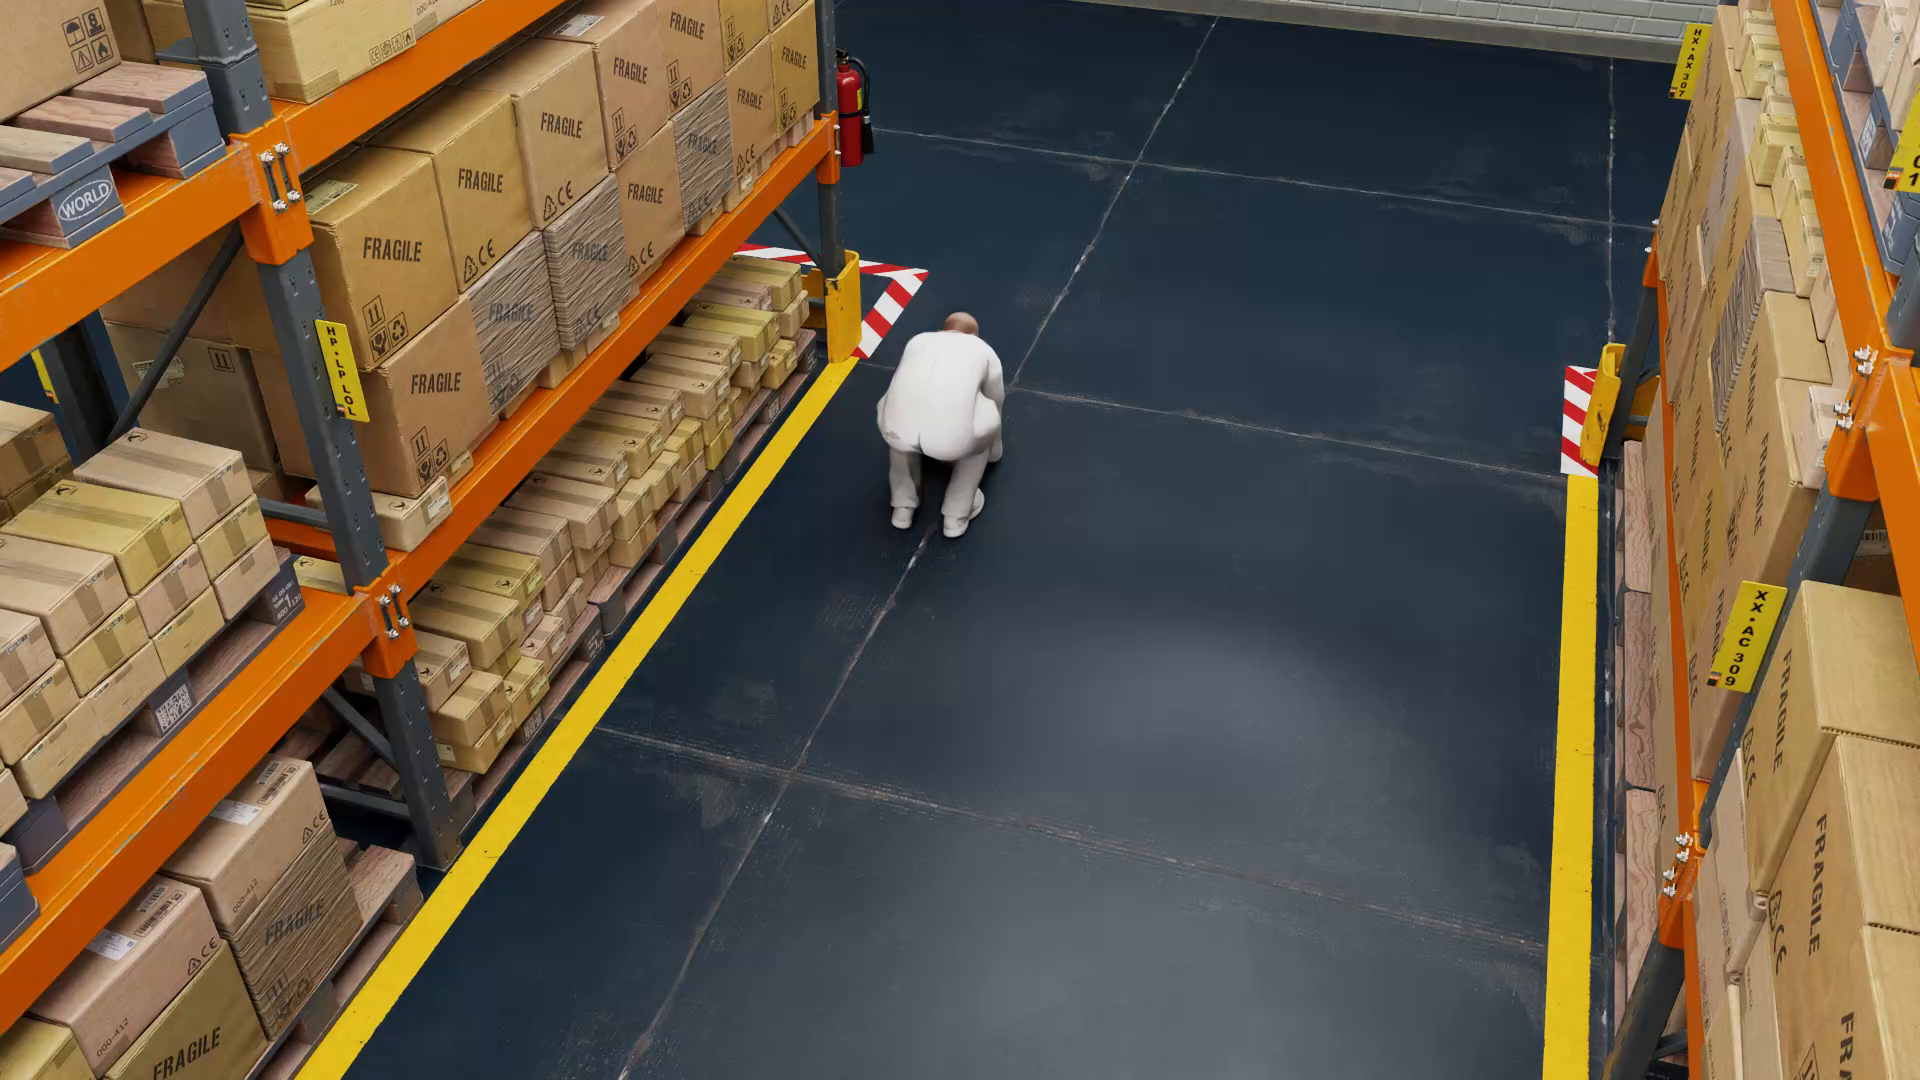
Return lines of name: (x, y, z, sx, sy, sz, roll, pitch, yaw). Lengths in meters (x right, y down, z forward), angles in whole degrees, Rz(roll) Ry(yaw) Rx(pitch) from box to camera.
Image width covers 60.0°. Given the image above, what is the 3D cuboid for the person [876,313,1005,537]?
person: (-0.075, -0.546, 7.700, 0.587, 0.862, 0.953, 8, 37, 11)
